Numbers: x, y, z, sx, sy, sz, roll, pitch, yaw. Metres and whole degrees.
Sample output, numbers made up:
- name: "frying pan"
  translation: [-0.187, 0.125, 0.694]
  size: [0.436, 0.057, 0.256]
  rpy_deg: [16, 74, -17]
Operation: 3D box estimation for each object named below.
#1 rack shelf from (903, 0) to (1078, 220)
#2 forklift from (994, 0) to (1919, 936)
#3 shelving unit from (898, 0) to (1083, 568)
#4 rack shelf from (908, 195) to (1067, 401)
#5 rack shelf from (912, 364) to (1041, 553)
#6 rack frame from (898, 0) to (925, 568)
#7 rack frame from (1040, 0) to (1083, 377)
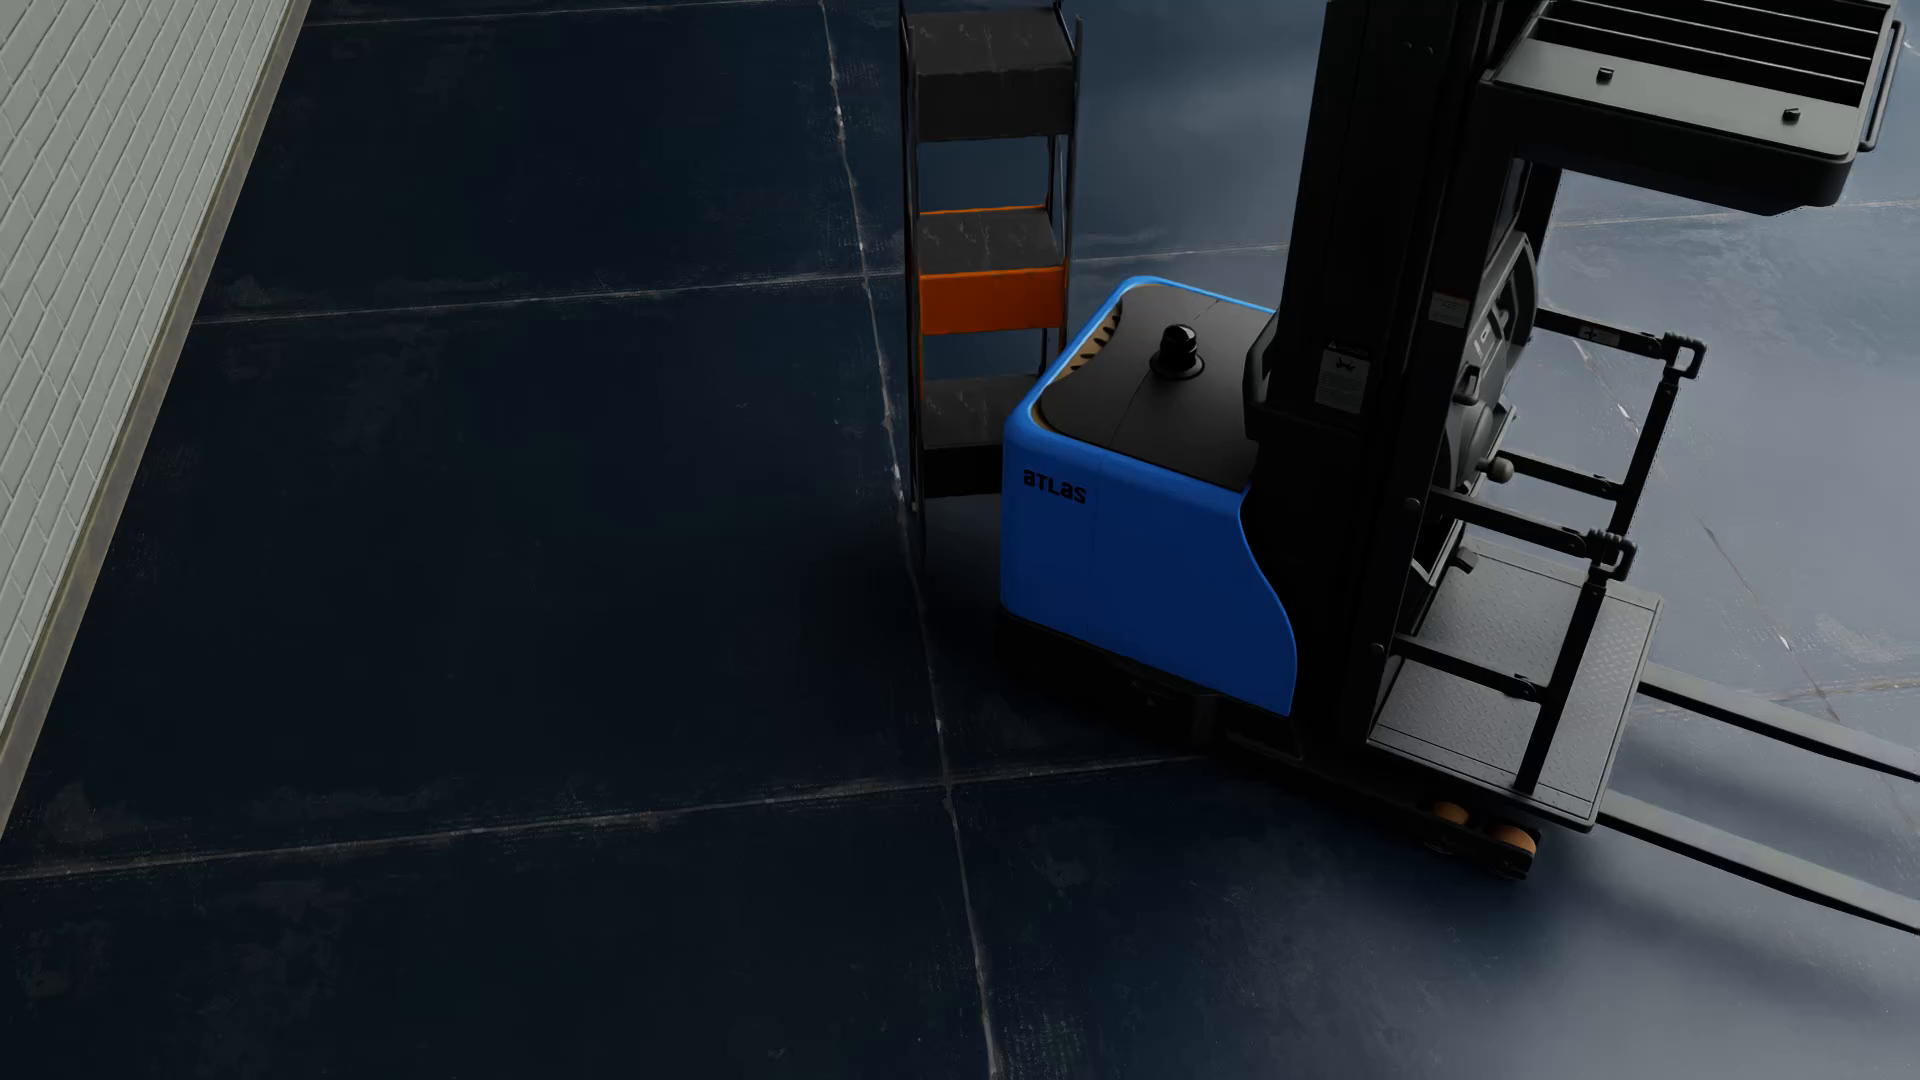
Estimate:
- name: "rack shelf"
  translation: [0.082, -1.337, 5.140]
  size: [0.480, 0.518, 0.431]
  rpy_deg: [-4, 42, -5]
- name: "forklift"
  translation: [1.661, -0.463, 4.575]
  size: [3.031, 2.935, 1.130]
  rpy_deg: [20, 46, 21]
- name: "shelving unit"
  translation: [0.082, -0.828, 5.600]
  size: [0.503, 2.100, 0.431]
  rpy_deg: [-4, 42, -5]
- name: "rack shelf"
  translation: [0.082, -0.817, 5.609]
  size: [0.480, 0.518, 0.431]
  rpy_deg: [-4, 42, -5]
- name: "rack shelf"
  translation: [0.082, -0.298, 6.078]
  size: [0.480, 0.518, 0.431]
  rpy_deg: [-4, 42, -5]
- name: "rack frame"
  translation: [-0.161, -0.809, 5.579]
  size: [0.015, 2.100, 0.400]
  rpy_deg: [-4, 42, -5]
- name: "rack frame"
  translation: [0.324, -0.846, 5.620]
  size: [0.015, 2.100, 0.400]
  rpy_deg: [-4, 42, -5]
